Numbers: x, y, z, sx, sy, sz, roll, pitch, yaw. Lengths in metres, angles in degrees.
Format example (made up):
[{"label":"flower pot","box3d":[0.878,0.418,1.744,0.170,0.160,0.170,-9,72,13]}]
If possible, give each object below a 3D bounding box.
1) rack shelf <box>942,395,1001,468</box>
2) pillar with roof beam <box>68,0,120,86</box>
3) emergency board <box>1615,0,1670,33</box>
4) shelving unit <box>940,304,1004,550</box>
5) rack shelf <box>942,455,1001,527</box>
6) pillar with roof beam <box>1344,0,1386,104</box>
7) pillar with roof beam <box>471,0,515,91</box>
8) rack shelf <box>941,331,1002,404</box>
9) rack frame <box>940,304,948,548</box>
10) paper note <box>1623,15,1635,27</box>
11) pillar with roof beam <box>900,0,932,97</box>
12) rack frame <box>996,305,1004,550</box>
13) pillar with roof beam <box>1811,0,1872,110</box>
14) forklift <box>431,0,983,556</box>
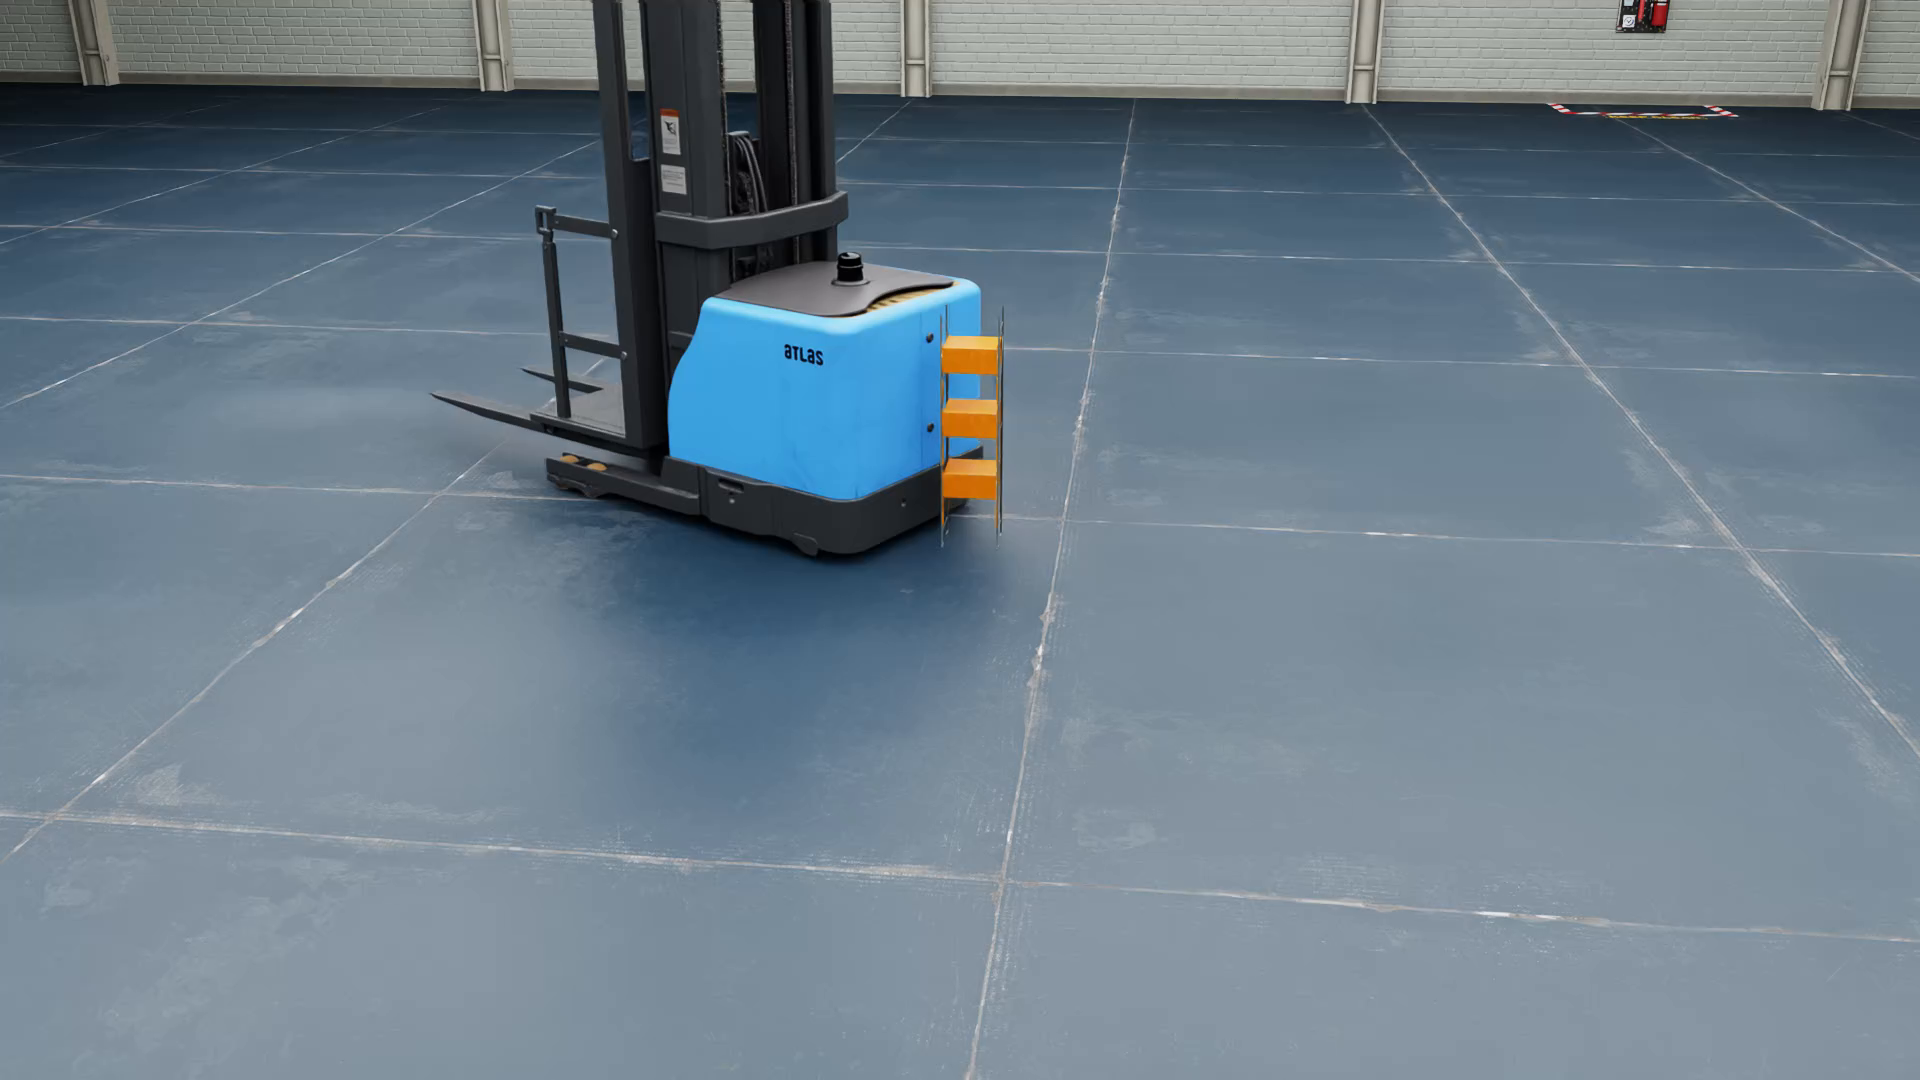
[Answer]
[{"label":"rack shelf","box3d":[0.053,-0.476,7.245,0.240,0.259,0.215,2,22,6]},{"label":"pillar with roof beam","box3d":[-13.020,-9.262,18.628,0.400,9.000,9.100,2,22,6]},{"label":"emergency board","box3d":[8.871,-7.126,21.385,0.643,1.169,0.194,2,22,6]},{"label":"shelving unit","box3d":[0.053,-0.486,7.241,0.252,1.050,0.215,2,22,6]},{"label":"rack shelf","box3d":[0.053,-0.218,7.347,0.240,0.259,0.215,2,22,6]},{"label":"pillar with roof beam","box3d":[4.855,-8.483,16.658,0.400,9.000,9.100,2,22,6]},{"label":"pillar with roof beam","box3d":[-7.061,-9.002,17.971,0.400,9.000,9.100,2,22,6]},{"label":"rack shelf","box3d":[0.053,-0.740,7.141,0.240,0.259,0.215,2,22,6]},{"label":"rack frame","box3d":[-0.068,-0.491,7.254,0.008,1.050,0.200,2,22,6]},{"label":"paper note","box3d":[8.703,-6.750,21.630,0.142,0.148,0.016,2,22,6]},{"label":"pillar with roof beam","box3d":[-1.103,-8.743,17.314,0.400,9.000,9.100,2,22,6]},{"label":"rack frame","box3d":[0.174,-0.481,7.228,0.008,1.050,0.200,2,22,6]},{"label":"pillar with roof beam","box3d":[10.814,-8.224,16.001,0.400,9.000,9.100,2,22,6]},{"label":"forklift","box3d":[-1.383,-1.704,7.763,3.031,2.935,1.130,15,26,33]}]
